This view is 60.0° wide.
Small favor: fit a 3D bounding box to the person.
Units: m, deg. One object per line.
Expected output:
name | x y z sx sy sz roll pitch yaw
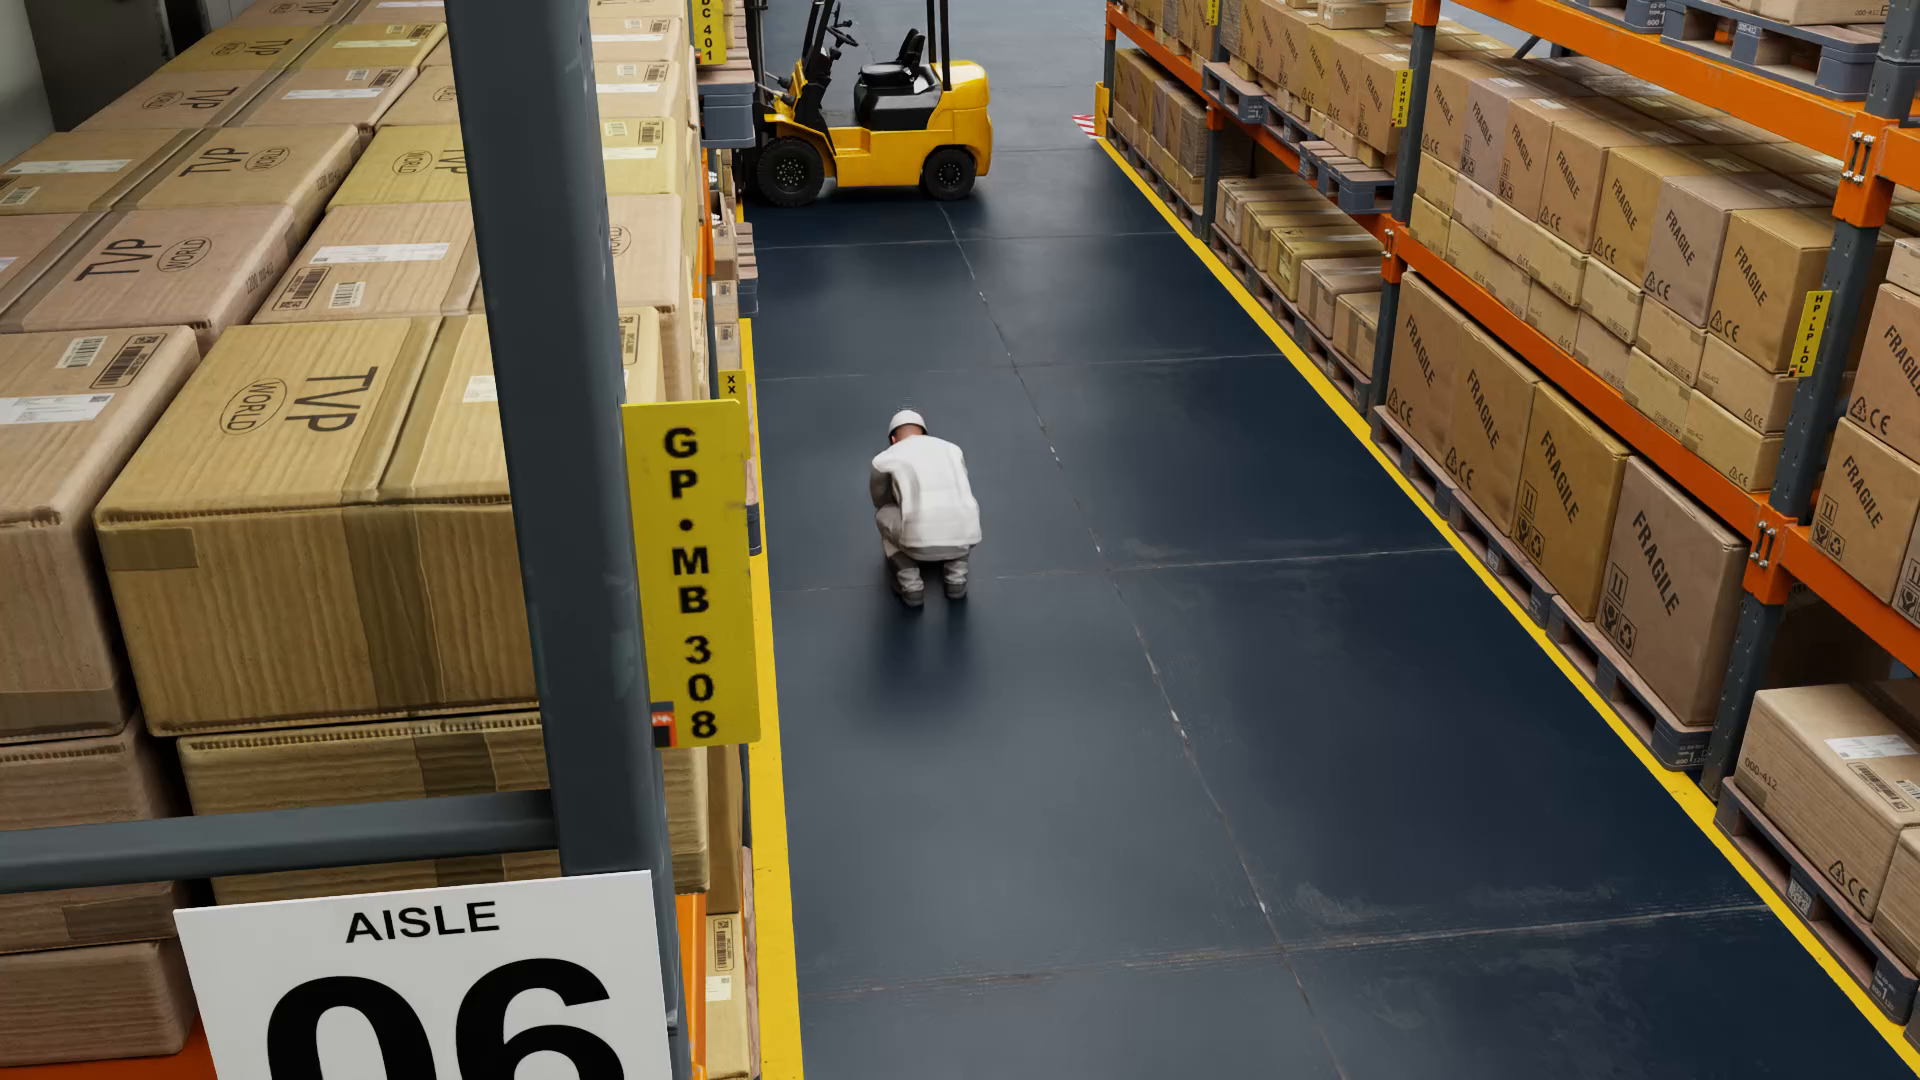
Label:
person | -0.173 -0.126 8.499 0.545 0.876 0.908 -4 27 -8
